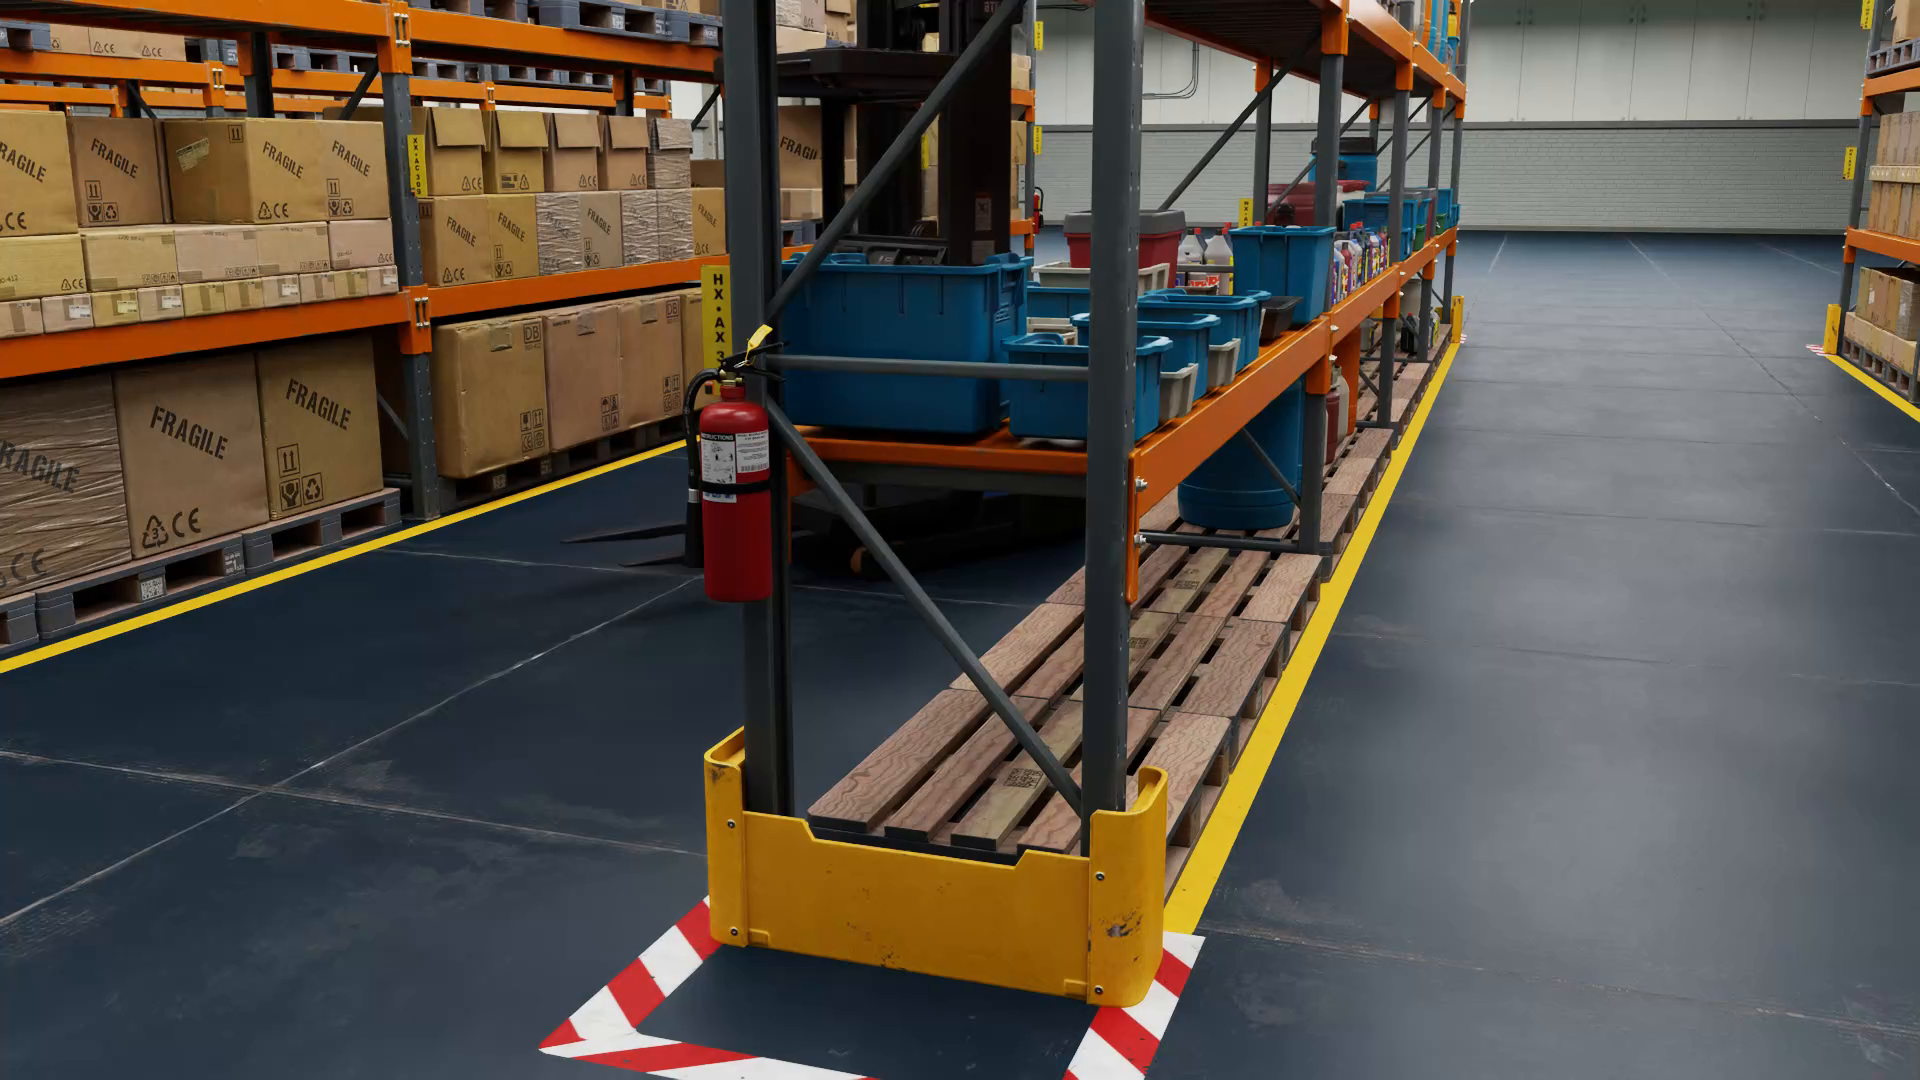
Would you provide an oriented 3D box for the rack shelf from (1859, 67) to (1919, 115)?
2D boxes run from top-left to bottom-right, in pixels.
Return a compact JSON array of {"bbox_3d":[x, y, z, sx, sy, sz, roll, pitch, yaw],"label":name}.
[{"bbox_3d":[9.140,-4.112,15.137,1.077,0.370,4.000,4,14,18],"label":"rack shelf"}]

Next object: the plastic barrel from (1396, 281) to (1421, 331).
[{"bbox_3d":[4.799,-2.521,17.938,0.421,0.512,0.421,0,13,0],"label":"plastic barrel"}]

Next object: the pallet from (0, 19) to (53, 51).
[{"bbox_3d":[-7.495,-3.698,12.132,1.213,0.211,1.003,4,14,18],"label":"pallet"}]

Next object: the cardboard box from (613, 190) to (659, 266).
[{"bbox_3d":[-2.430,-2.163,11.501,0.500,0.500,0.500,4,13,17],"label":"cardboard box"}]

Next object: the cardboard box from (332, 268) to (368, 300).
[{"bbox_3d":[-3.339,-1.344,8.699,0.380,0.149,0.250,5,14,19],"label":"cardboard box"}]

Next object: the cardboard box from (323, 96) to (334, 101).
[{"bbox_3d":[-8.813,-6.093,22.766,0.380,0.149,0.250,4,14,19],"label":"cardboard box"}]

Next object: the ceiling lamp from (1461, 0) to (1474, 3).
[{"bbox_3d":[11.885,-15.015,41.430,2.000,3.185,0.800,4,14,18],"label":"ceiling lamp"}]

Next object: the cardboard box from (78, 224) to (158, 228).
[{"bbox_3d":[-4.195,-1.386,7.990,0.500,0.250,0.500,5,14,20],"label":"cardboard box"}]

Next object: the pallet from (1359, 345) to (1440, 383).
[{"bbox_3d":[4.064,-1.715,16.028,1.003,0.211,1.213,4,14,18],"label":"pallet"}]

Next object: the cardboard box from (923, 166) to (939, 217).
[{"bbox_3d":[-0.675,-3.577,17.025,0.875,0.500,0.500,4,14,18],"label":"cardboard box"}]

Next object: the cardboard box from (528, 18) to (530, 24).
[{"bbox_3d":[-4.937,-5.813,18.577,0.380,0.149,0.250,4,14,18],"label":"cardboard box"}]

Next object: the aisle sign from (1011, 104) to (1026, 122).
[{"bbox_3d":[0.719,-5.394,20.037,0.394,0.787,0.004,4,14,18],"label":"aisle sign"}]

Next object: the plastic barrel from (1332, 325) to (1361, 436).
[{"bbox_3d":[2.371,-1.136,11.159,0.600,0.830,0.708,4,14,18],"label":"plastic barrel"}]

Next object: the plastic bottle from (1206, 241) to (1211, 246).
[{"bbox_3d":[1.322,-1.481,9.013,0.152,0.276,0.135,4,14,18],"label":"plastic bottle"}]

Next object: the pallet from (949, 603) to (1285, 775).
[{"bbox_3d":[0.625,0.523,6.222,1.003,0.211,1.213,4,14,18],"label":"pallet"}]

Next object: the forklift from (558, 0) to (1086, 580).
[{"bbox_3d":[-0.547,-1.365,8.382,3.031,2.935,1.130,-10,16,-38],"label":"forklift"}]

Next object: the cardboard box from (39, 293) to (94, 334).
[{"bbox_3d":[-3.921,-0.966,7.042,0.380,0.149,0.250,4,14,18],"label":"cardboard box"}]

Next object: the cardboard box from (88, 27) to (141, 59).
[{"bbox_3d":[-6.928,-4.095,13.224,0.500,0.500,0.500,4,14,18],"label":"cardboard box"}]

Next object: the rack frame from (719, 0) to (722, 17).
[{"bbox_3d":[-2.173,-5.375,12.316,1.000,3.000,0.127,4,14,18],"label":"rack frame"}]

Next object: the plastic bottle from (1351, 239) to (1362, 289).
[{"bbox_3d":[2.199,-1.546,9.309,0.097,0.271,0.097,0,13,0],"label":"plastic bottle"}]

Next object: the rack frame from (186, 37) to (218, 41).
[{"bbox_3d":[-6.834,-5.754,13.974,1.000,3.000,0.127,4,14,18],"label":"rack frame"}]

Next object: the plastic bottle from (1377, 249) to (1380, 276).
[{"bbox_3d":[2.562,-1.748,10.353,0.097,0.201,0.097,0,13,0],"label":"plastic bottle"}]

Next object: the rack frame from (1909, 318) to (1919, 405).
[{"bbox_3d":[8.493,-2.579,13.545,1.000,3.000,0.127,4,14,18],"label":"rack frame"}]

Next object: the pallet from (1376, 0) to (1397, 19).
[{"bbox_3d":[2.173,-3.310,10.434,1.003,0.211,1.213,4,14,18],"label":"pallet"}]

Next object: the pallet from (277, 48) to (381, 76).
[{"bbox_3d":[-6.317,-4.574,15.972,1.003,0.211,1.213,5,14,21],"label":"pallet"}]

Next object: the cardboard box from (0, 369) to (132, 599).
[{"bbox_3d":[-4.336,-0.267,7.249,0.875,0.875,0.875,4,14,18],"label":"cardboard box"}]

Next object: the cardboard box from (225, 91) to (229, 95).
[{"bbox_3d":[-9.423,-5.659,20.866,0.380,0.149,0.250,4,13,17],"label":"cardboard box"}]

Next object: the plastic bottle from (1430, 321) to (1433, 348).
[{"bbox_3d":[4.461,-1.999,15.971,0.144,0.351,0.185,5,14,20],"label":"plastic bottle"}]

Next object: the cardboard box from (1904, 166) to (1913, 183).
[{"bbox_3d":[8.874,-3.340,15.197,0.380,0.149,0.250,5,14,20],"label":"cardboard box"}]

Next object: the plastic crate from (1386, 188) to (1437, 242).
[{"bbox_3d":[3.940,-2.843,14.561,0.402,0.464,0.583,4,14,18],"label":"plastic crate"}]

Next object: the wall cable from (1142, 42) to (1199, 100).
[{"bbox_3d":[6.151,-15.861,50.614,2.305,6.003,0.169,4,14,18],"label":"wall cable"}]

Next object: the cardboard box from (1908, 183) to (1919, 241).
[{"bbox_3d":[8.961,-2.938,14.896,0.700,0.500,0.500,5,14,19],"label":"cardboard box"}]

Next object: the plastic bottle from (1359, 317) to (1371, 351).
[{"bbox_3d":[3.880,-2.005,15.997,0.144,0.351,0.185,4,14,18],"label":"plastic bottle"}]

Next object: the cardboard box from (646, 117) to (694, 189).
[{"bbox_3d":[-2.425,-2.836,12.192,0.797,0.503,0.637,5,14,20],"label":"cardboard box"}]

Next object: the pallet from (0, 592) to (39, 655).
[{"bbox_3d":[-4.577,0.419,6.676,1.003,0.211,1.213,4,14,18],"label":"pallet"}]

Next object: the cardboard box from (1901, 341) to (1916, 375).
[{"bbox_3d":[8.436,-1.556,14.301,0.500,0.250,0.500,4,14,18],"label":"cardboard box"}]

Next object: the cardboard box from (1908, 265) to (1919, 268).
[{"bbox_3d":[9.895,-2.516,16.822,0.500,0.500,0.500,4,14,18],"label":"cardboard box"}]

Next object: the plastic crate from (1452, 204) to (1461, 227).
[{"bbox_3d":[5.223,-3.579,18.262,0.499,0.251,0.616,4,14,18],"label":"plastic crate"}]

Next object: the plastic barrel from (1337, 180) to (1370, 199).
[{"bbox_3d":[3.290,-2.817,14.283,0.433,0.535,0.433,0,13,0],"label":"plastic barrel"}]

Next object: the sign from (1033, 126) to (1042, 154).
[{"bbox_3d":[0.934,-4.809,20.006,0.100,0.325,0.005,4,14,18],"label":"sign"}]

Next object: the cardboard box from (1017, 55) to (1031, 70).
[{"bbox_3d":[0.621,-5.638,19.647,0.380,0.149,0.250,4,14,18],"label":"cardboard box"}]

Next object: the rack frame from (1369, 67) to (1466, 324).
[{"bbox_3d":[5.102,-3.778,18.801,1.000,3.000,0.127,4,14,18],"label":"rack frame"}]

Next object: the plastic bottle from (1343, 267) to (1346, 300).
[{"bbox_3d":[1.943,-1.345,8.586,0.097,0.201,0.097,0,13,0],"label":"plastic bottle"}]

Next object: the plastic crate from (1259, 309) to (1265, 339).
[{"bbox_3d":[0.940,-0.764,6.053,0.293,0.136,0.466,4,14,18],"label":"plastic crate"}]

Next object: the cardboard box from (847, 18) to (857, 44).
[{"bbox_3d":[-1.089,-4.689,15.409,0.396,0.266,0.258,5,14,20],"label":"cardboard box"}]

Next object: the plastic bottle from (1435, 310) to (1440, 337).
[{"bbox_3d":[4.902,-2.224,17.108,0.061,0.283,0.133,5,14,20],"label":"plastic bottle"}]

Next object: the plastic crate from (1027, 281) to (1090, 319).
[{"bbox_3d":[0.347,-0.808,6.029,0.416,0.233,0.300,4,14,18],"label":"plastic crate"}]

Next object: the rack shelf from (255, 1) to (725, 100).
[{"bbox_3d":[-2.820,-3.141,10.885,1.077,0.370,4.000,4,14,18],"label":"rack shelf"}]

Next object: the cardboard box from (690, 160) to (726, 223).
[{"bbox_3d":[-2.036,-2.821,13.437,0.500,0.500,0.500,3,13,11],"label":"cardboard box"}]

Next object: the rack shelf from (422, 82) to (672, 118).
[{"bbox_3d":[-4.892,-5.204,19.923,1.077,0.370,4.000,4,14,18],"label":"rack shelf"}]

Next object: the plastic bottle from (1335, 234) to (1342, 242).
[{"bbox_3d":[2.220,-1.652,9.747,0.061,0.283,0.133,4,14,18],"label":"plastic bottle"}]

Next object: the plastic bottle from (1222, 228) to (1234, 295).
[{"bbox_3d":[1.403,-1.473,8.813,0.144,0.351,0.185,4,14,18],"label":"plastic bottle"}]

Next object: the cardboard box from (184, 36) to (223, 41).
[{"bbox_3d":[-6.848,-4.573,14.898,0.380,0.166,0.250,4,14,18],"label":"cardboard box"}]

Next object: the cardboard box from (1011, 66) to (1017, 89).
[{"bbox_3d":[0.341,-5.299,19.060,0.500,0.250,0.500,4,14,19],"label":"cardboard box"}]

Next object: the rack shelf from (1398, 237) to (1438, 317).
[{"bbox_3d":[3.160,-2.164,13.346,1.077,0.370,4.000,4,14,18],"label":"rack shelf"}]

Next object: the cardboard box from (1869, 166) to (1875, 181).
[{"bbox_3d":[9.457,-3.719,16.858,0.380,0.149,0.250,4,14,18],"label":"cardboard box"}]
